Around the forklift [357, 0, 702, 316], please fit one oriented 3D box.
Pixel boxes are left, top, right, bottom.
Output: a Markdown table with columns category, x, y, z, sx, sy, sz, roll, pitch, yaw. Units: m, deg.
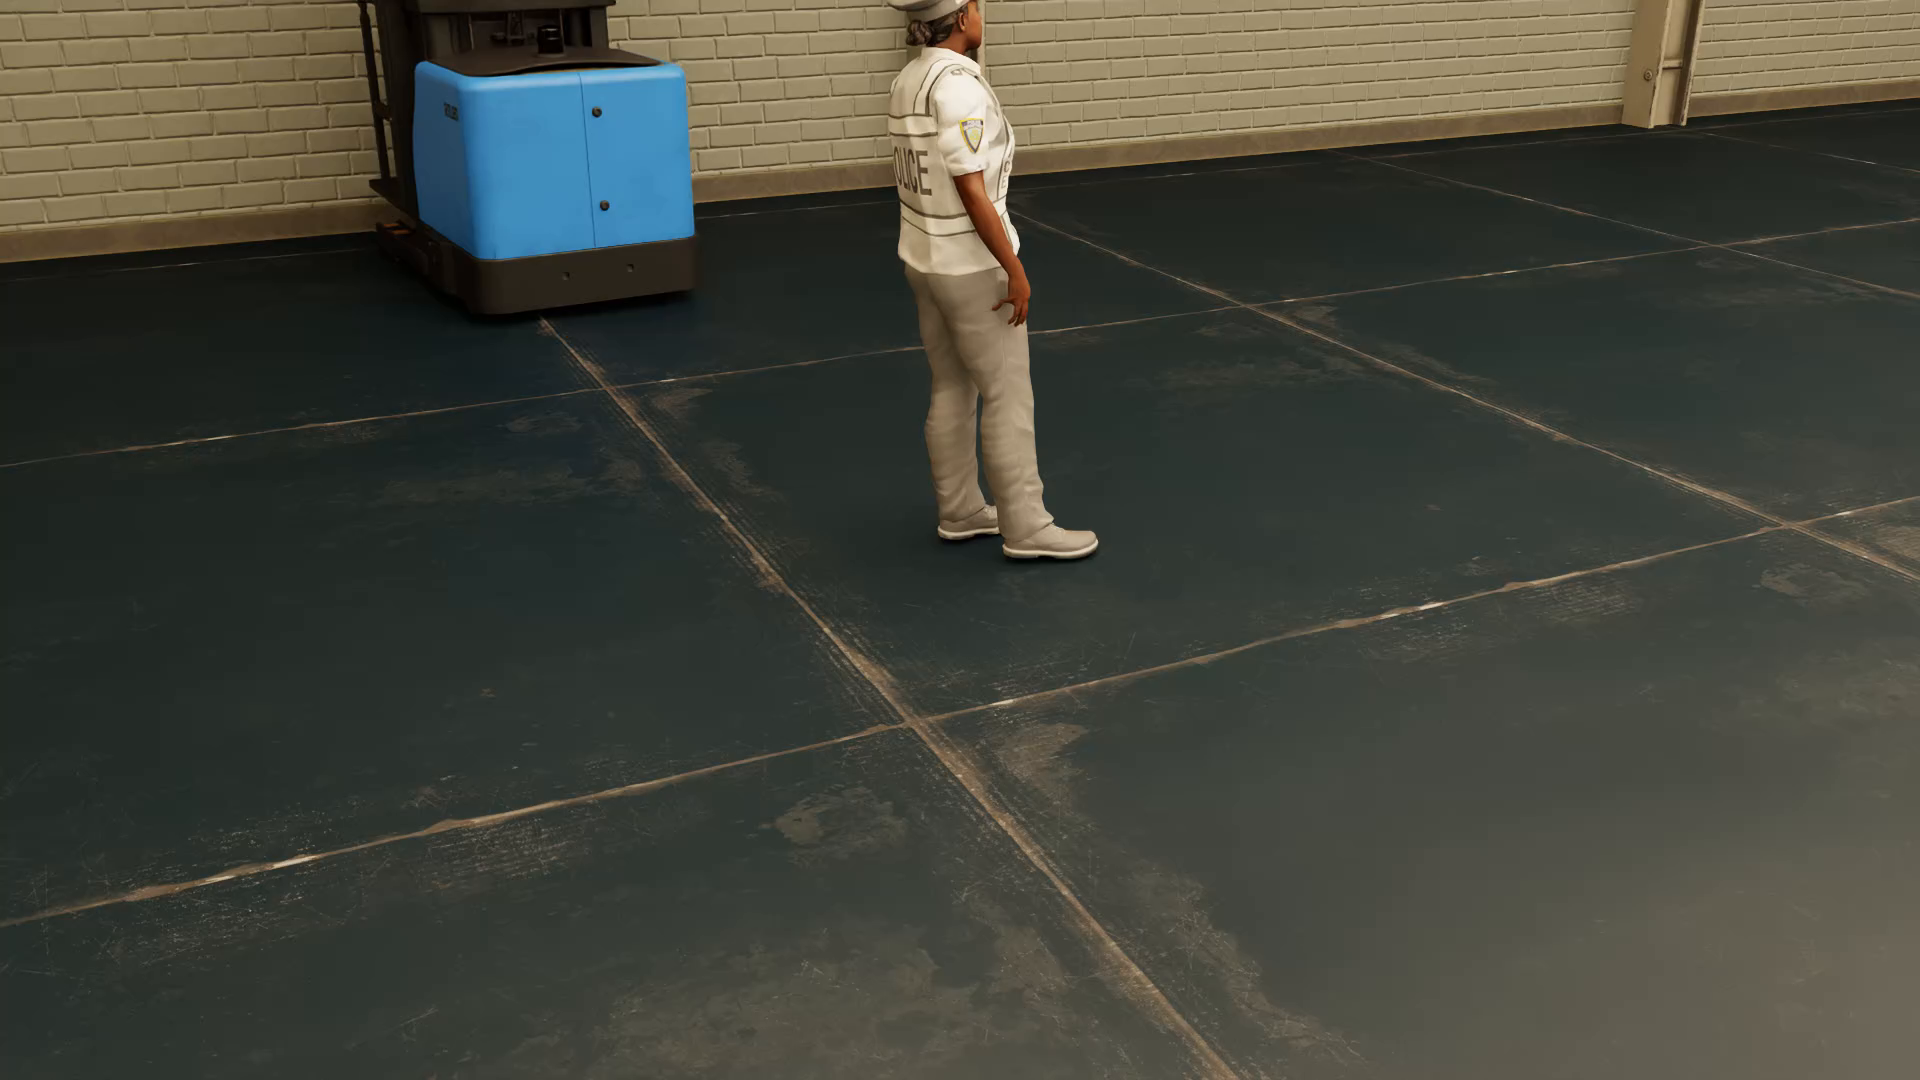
| category | x | y | z | sx | sy | sz | roll | pitch | yaw |
| --- | --- | --- | --- | --- | --- | --- | --- | --- | --- |
| forklift | -2.396 | -2.863 | 8.178 | 1.130 | 2.935 | 3.031 | -13 | 26 | -28 |

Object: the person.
| category | x | y | z | sx | sy | sz | roll | pitch | yaw |
| --- | --- | --- | --- | --- | --- | --- | --- | --- | --- |
| person | 0.077 | -0.794 | 4.792 | 0.528 | 1.695 | 0.569 | -10 | 25 | -23 |
